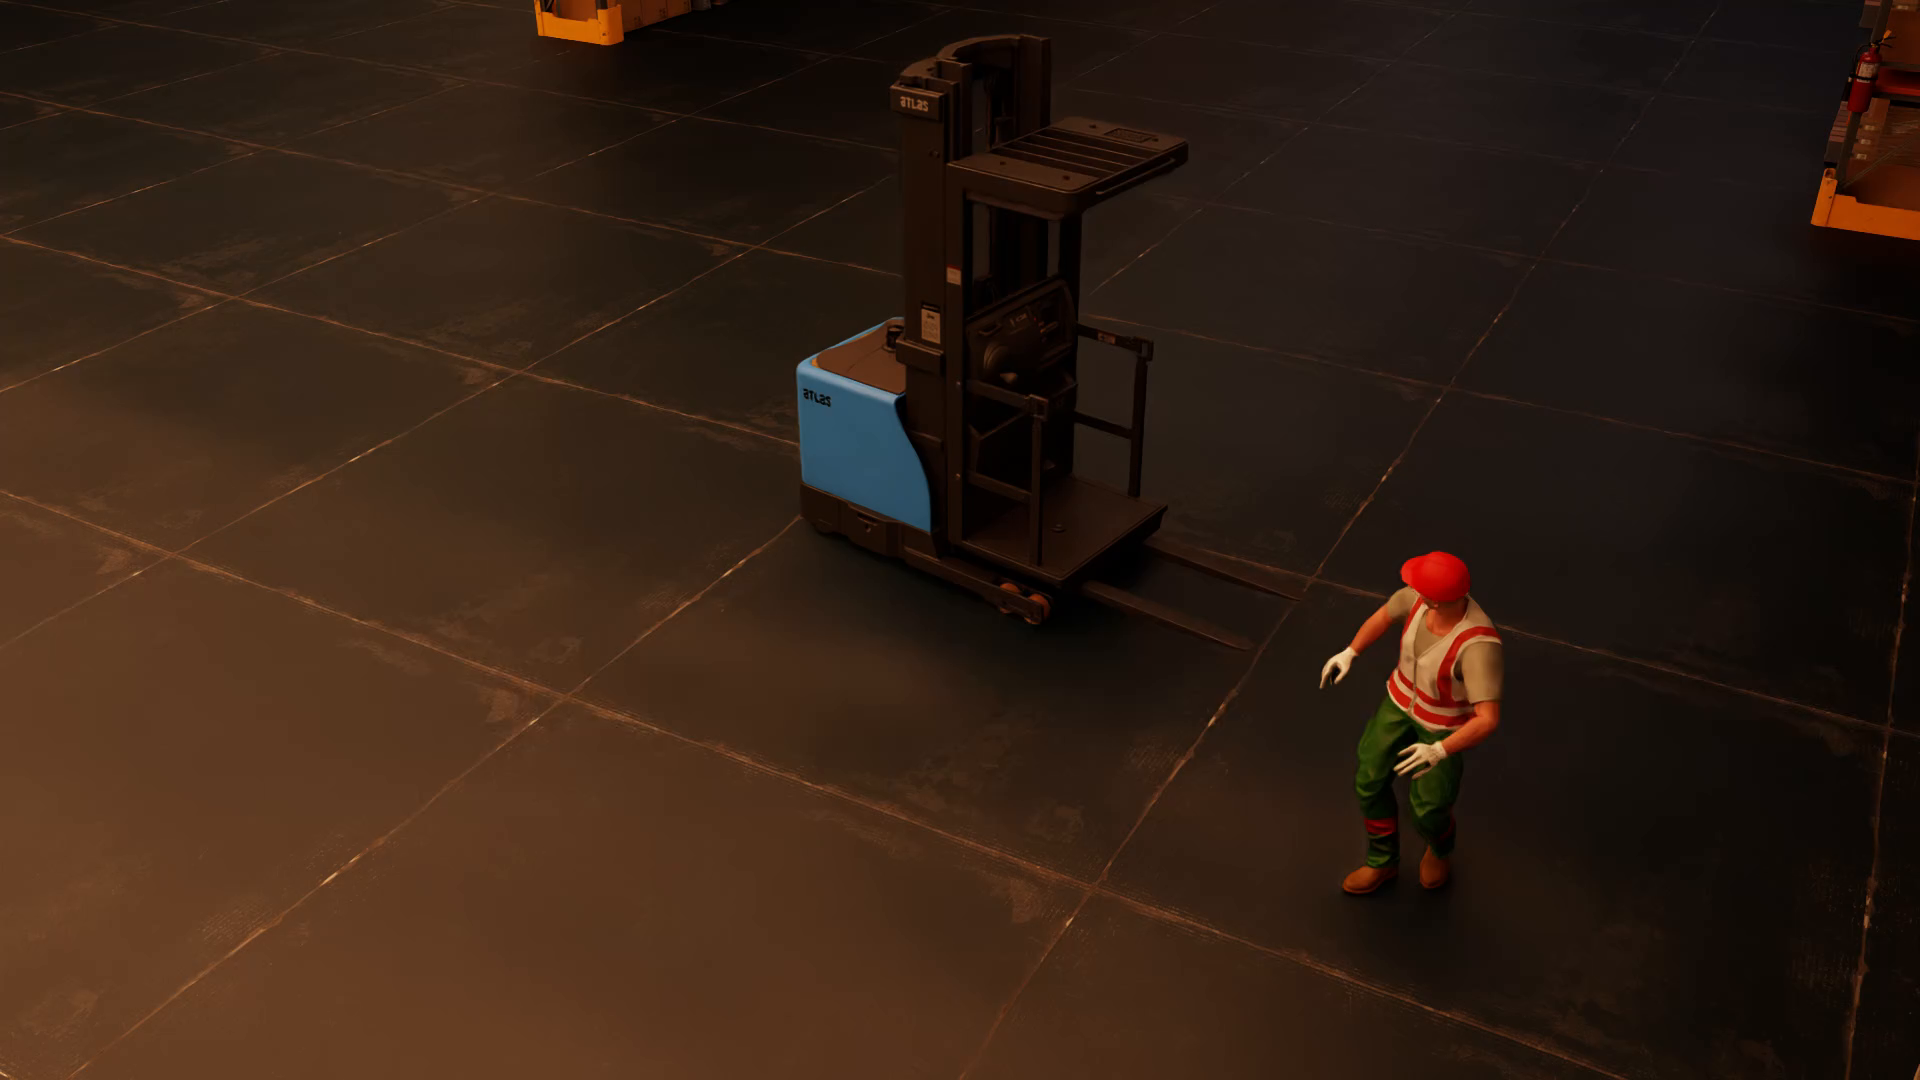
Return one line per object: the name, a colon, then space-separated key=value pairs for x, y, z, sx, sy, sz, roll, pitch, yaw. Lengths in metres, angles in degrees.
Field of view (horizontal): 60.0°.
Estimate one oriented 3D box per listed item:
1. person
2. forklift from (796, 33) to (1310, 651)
person: x=1.855 y=0.779 z=6.968 sx=0.744 sy=1.673 sz=0.838 roll=-22 pitch=37 yaw=-33
forklift: x=0.504 y=-1.102 z=8.980 sx=3.031 sy=2.935 sz=1.130 roll=21 pitch=36 yaw=32
